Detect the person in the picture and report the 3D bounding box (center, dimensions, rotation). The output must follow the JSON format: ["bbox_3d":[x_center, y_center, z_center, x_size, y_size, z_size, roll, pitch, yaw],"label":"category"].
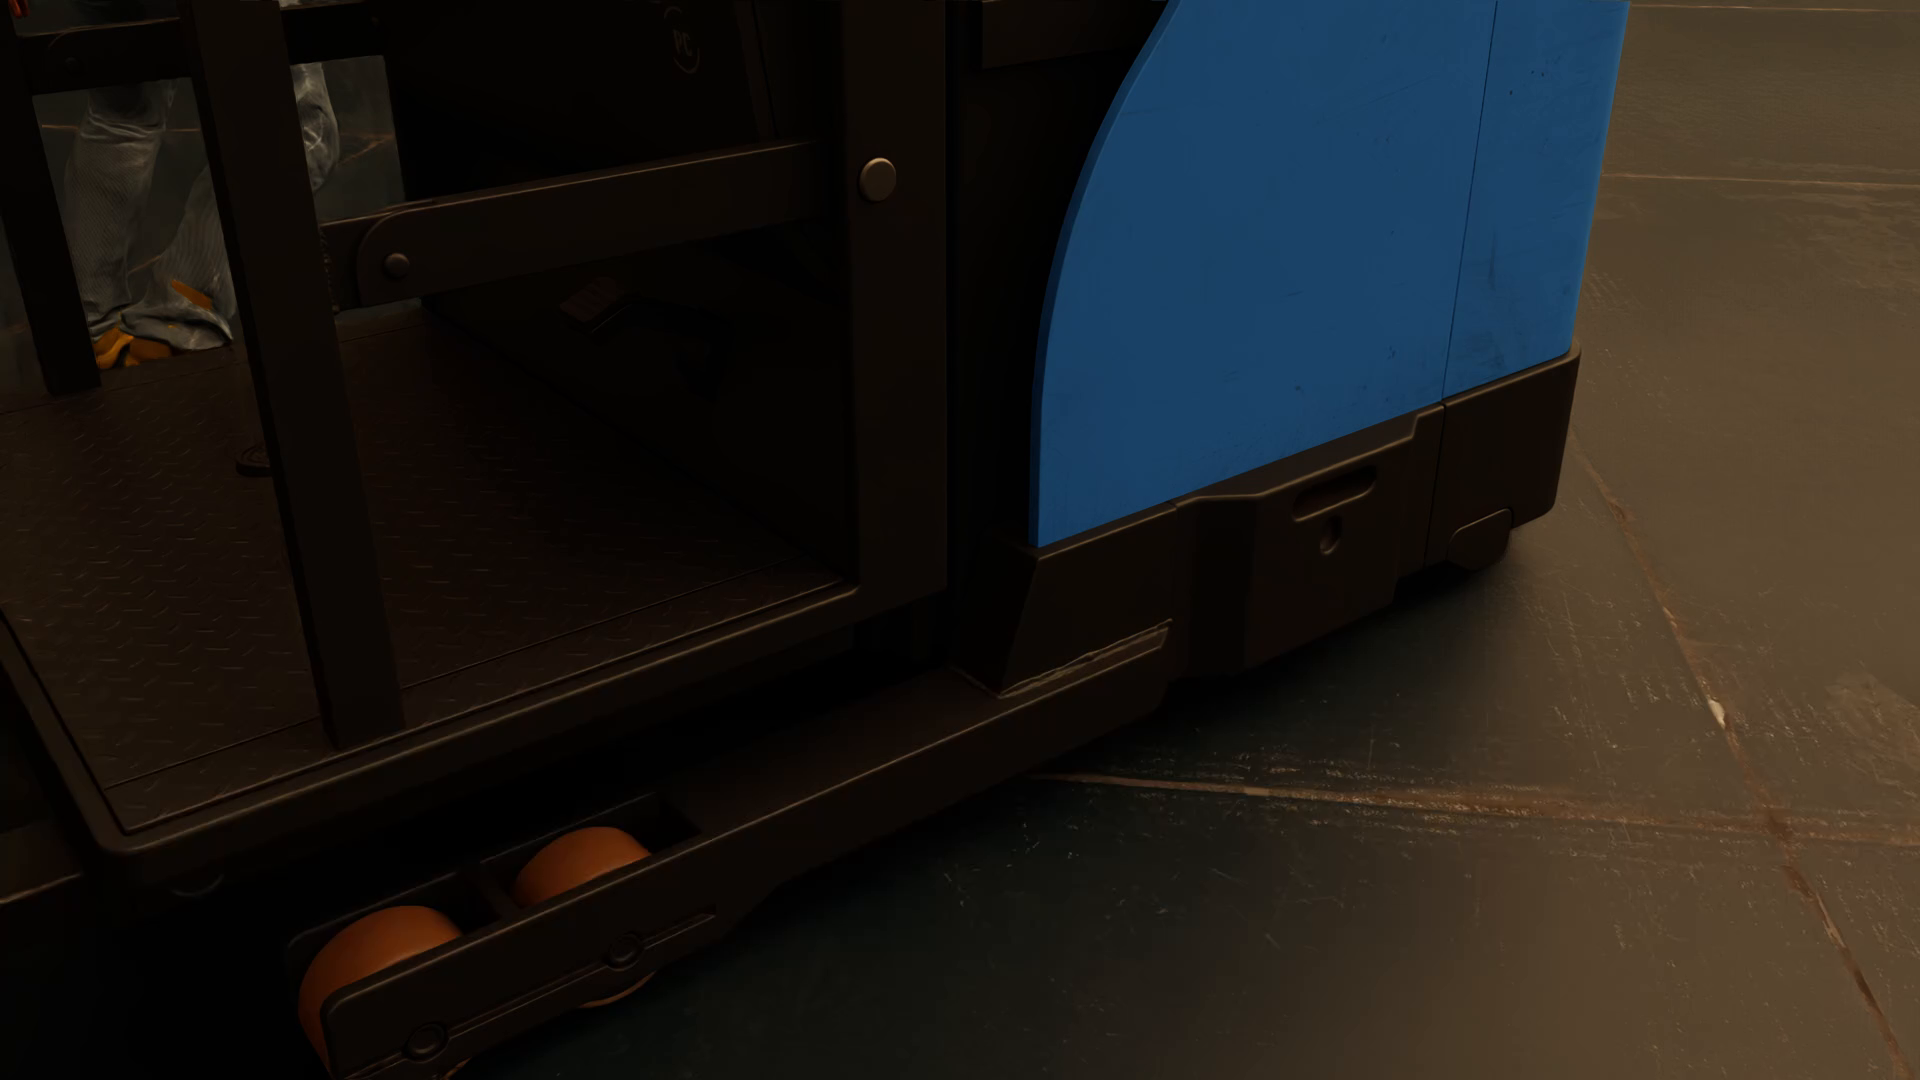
[{"bbox_3d":[-1.398,-1.059,2.744,0.926,1.683,0.491,16,31,29],"label":"person"}]

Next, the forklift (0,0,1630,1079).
[{"bbox_3d":[-0.589,-1.077,1.376,3.031,2.935,1.130,-19,32,-34],"label":"forklift"}]
